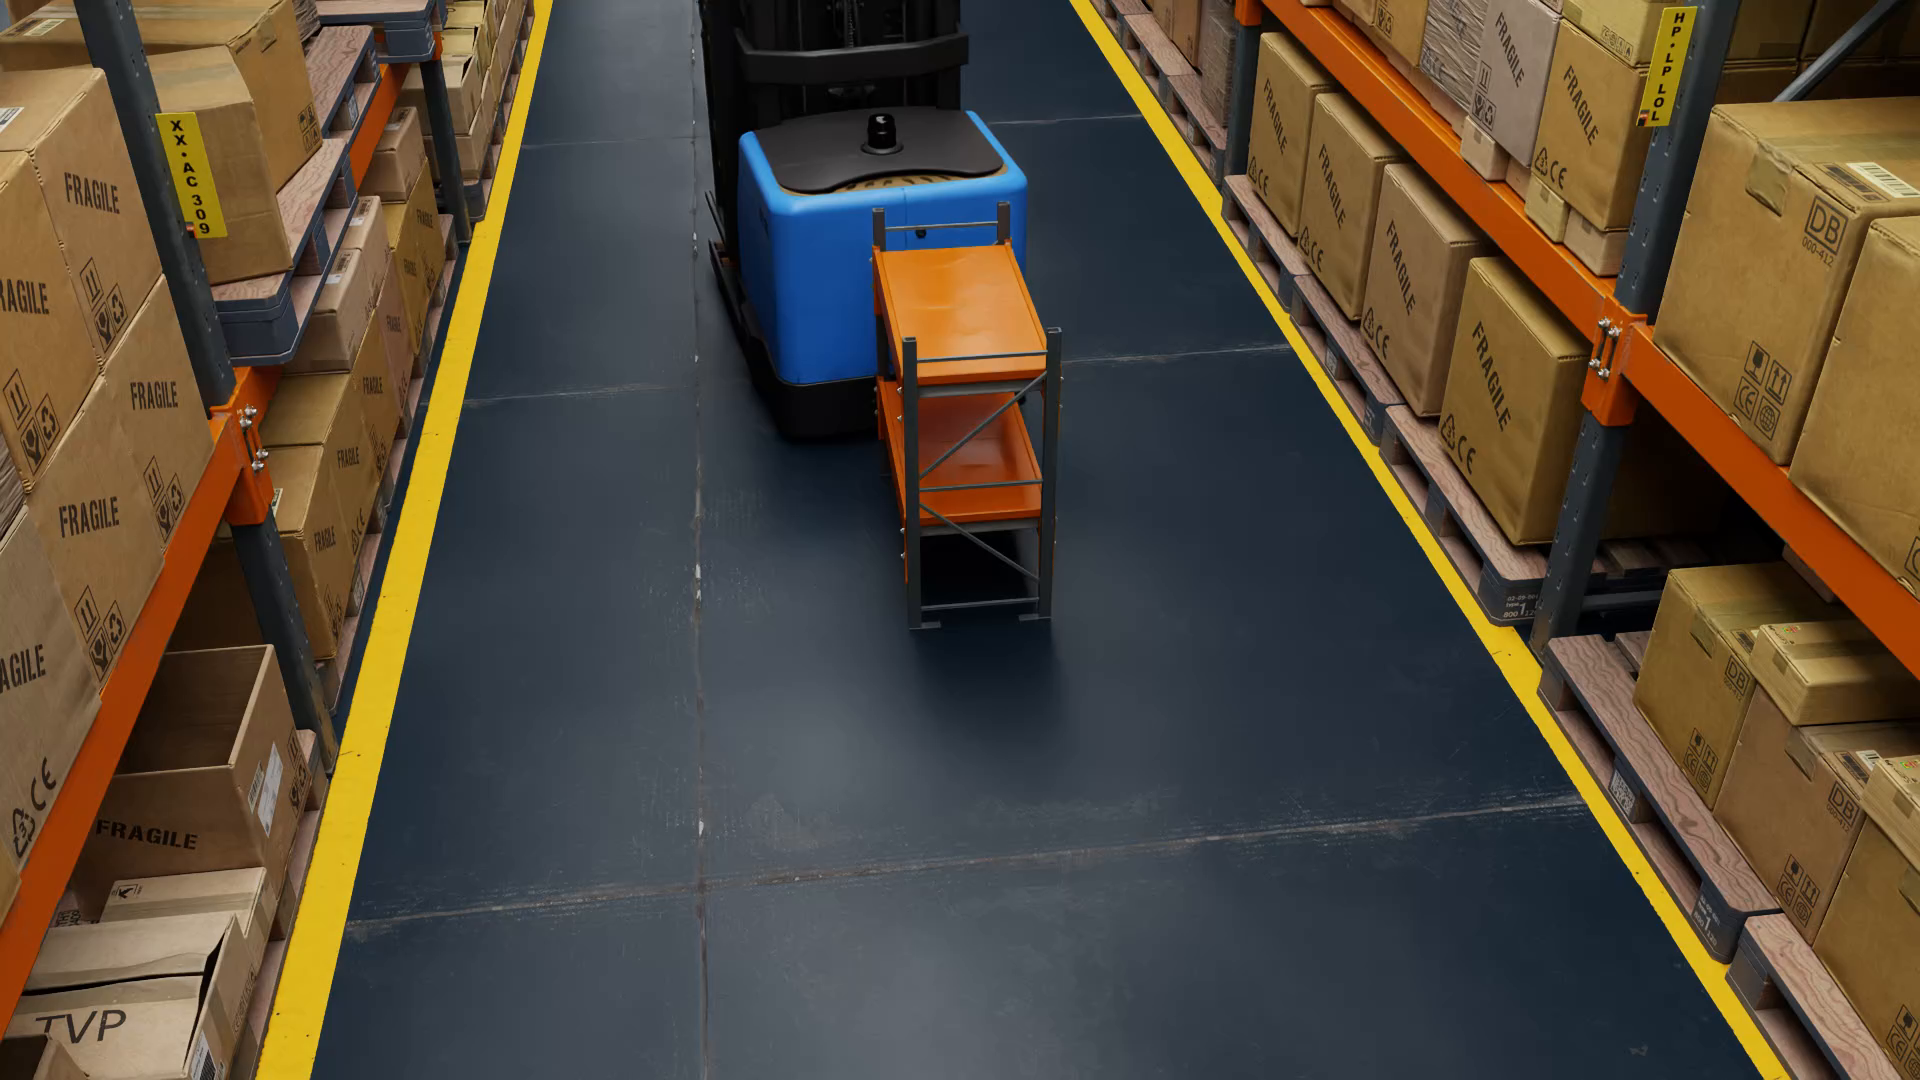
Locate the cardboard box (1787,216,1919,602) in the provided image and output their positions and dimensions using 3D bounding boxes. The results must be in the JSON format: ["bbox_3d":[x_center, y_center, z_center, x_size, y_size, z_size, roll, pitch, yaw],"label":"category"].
[{"bbox_3d":[2.603,-0.292,3.749,0.980,0.700,0.700,-5,35,-8],"label":"cardboard box"}]

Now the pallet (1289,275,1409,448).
[{"bbox_3d":[2.108,-0.835,7.287,1.003,0.211,1.213,-4,35,-6],"label":"pallet"}]

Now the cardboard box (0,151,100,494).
[{"bbox_3d":[-2.059,-0.409,3.210,0.500,0.500,0.500,-5,35,-7],"label":"cardboard box"}]

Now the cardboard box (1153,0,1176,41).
[{"bbox_3d":[1.641,-3.511,10.568,0.700,0.500,0.500,-4,34,-6],"label":"cardboard box"}]

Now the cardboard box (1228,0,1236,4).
[{"bbox_3d":[1.752,-3.291,9.579,0.500,0.250,0.500,-4,34,-5],"label":"cardboard box"}]

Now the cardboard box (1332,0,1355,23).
[{"bbox_3d":[1.863,-2.388,7.296,0.380,0.149,0.250,-5,35,-7],"label":"cardboard box"}]

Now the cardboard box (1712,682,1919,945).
[{"bbox_3d":[2.517,0.685,4.428,0.700,0.500,0.500,-5,35,-7],"label":"cardboard box"}]

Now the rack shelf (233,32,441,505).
[{"bbox_3d":[-2.724,-1.321,6.164,1.077,0.370,4.000,-4,35,-6],"label":"rack shelf"}]

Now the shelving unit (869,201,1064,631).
[{"bbox_3d":[0.001,-0.461,5.928,0.538,1.125,1.048,-4,35,-6],"label":"shelving unit"}]

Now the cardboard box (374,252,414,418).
[{"bbox_3d":[-2.488,-0.798,6.587,0.500,0.500,0.500,-6,35,-8],"label":"cardboard box"}]

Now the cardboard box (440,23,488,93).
[{"bbox_3d":[-2.851,-2.611,8.988,0.500,0.311,0.500,-5,35,-8],"label":"cardboard box"}]

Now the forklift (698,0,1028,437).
[{"bbox_3d":[-0.600,-2.453,7.246,1.130,2.935,3.031,-9,35,-13],"label":"forklift"}]

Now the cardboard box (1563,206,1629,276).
[{"bbox_3d":[2.127,-0.952,5.188,0.380,0.149,0.250,-4,34,-6],"label":"cardboard box"}]

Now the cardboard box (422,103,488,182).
[{"bbox_3d":[-2.772,-2.087,8.717,0.500,0.250,0.500,-4,35,-7],"label":"cardboard box"}]

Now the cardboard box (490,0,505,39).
[{"bbox_3d":[-2.987,-3.182,9.827,0.500,0.311,0.500,-5,35,-7],"label":"cardboard box"}]

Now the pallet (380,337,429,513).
[{"bbox_3d":[-2.769,-0.484,6.772,1.003,0.211,1.213,-4,35,-6],"label":"pallet"}]

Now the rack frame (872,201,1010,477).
[{"bbox_3d":[-0.067,-0.745,6.344,0.500,1.125,0.032,-4,35,-6],"label":"rack frame"}]

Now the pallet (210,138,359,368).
[{"bbox_3d":[-2.454,-0.878,5.045,1.003,0.211,1.213,-4,35,-6],"label":"pallet"}]

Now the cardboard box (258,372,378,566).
[{"bbox_3d":[-2.361,-0.237,5.763,0.500,0.500,0.500,-4,34,-6],"label":"cardboard box"}]

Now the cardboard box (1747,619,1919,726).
[{"bbox_3d":[2.318,0.341,4.356,0.380,0.149,0.250,-3,34,-5],"label":"cardboard box"}]

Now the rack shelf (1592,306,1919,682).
[{"bbox_3d":[2.722,0.533,3.442,1.077,0.370,4.000,-4,35,-6],"label":"rack shelf"}]

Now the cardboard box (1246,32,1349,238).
[{"bbox_3d":[1.884,-1.977,8.023,0.750,0.750,0.750,-5,35,-7],"label":"cardboard box"}]

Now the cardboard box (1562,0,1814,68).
[{"bbox_3d":[2.137,-1.604,4.903,0.500,0.250,0.500,-4,34,-5],"label":"cardboard box"}]

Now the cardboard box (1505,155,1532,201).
[{"bbox_3d":[2.080,-1.239,5.609,0.380,0.149,0.250,-3,34,-5],"label":"cardboard box"}]

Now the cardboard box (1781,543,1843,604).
[{"bbox_3d":[2.630,0.041,4.798,0.380,0.149,0.250,-5,35,-7],"label":"cardboard box"}]

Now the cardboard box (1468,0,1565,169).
[{"bbox_3d":[2.063,-1.575,5.527,0.500,0.500,0.500,-4,34,-6],"label":"cardboard box"}]

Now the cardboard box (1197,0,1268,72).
[{"bbox_3d":[1.813,-2.955,9.752,0.700,0.500,0.500,-4,35,-6],"label":"cardboard box"}]

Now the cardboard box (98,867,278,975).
[{"bbox_3d":[-1.987,0.995,4.268,0.380,0.149,0.250,-4,35,-6],"label":"cardboard box"}]

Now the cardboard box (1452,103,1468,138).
[{"bbox_3d":[2.019,-1.523,6.026,0.380,0.149,0.250,-4,35,-6],"label":"cardboard box"}]

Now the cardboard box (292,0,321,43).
[{"bbox_3d":[-2.863,-2.082,6.180,0.700,0.500,0.500,2,34,3],"label":"cardboard box"}]

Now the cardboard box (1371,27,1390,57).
[{"bbox_3d":[1.931,-2.099,6.872,0.380,0.149,0.250,-4,34,-6],"label":"cardboard box"}]

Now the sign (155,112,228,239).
[{"bbox_3d":[-1.918,-0.906,4.147,0.100,0.325,0.005,-4,35,-6],"label":"sign"}]

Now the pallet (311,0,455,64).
[{"bbox_3d":[-2.832,-2.283,7.106,1.213,0.211,1.003,-4,35,-6],"label":"pallet"}]

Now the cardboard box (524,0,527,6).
[{"bbox_3d":[-3.188,-3.795,11.224,0.500,0.250,0.500,-5,35,-7],"label":"cardboard box"}]

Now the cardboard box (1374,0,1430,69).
[{"bbox_3d":[1.932,-2.134,6.347,0.500,0.500,0.500,-3,34,-5],"label":"cardboard box"}]

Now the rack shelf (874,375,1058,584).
[{"bbox_3d":[0.001,-0.259,6.065,0.538,0.278,1.000,-4,35,-6],"label":"rack shelf"}]

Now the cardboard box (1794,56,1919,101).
[{"bbox_3d":[2.641,-1.328,5.165,0.500,0.500,0.500,-6,35,-8],"label":"cardboard box"}]

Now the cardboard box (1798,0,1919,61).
[{"bbox_3d":[2.650,-1.639,4.954,0.500,0.250,0.500,-3,34,-5],"label":"cardboard box"}]

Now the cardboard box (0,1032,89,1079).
[{"bbox_3d":[-2.197,1.395,3.365,0.797,0.503,0.637,-4,35,-6],"label":"cardboard box"}]

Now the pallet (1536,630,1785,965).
[{"bbox_3d":[2.478,0.703,5.031,1.003,0.211,1.213,-4,35,-6],"label":"pallet"}]

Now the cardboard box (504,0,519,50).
[{"bbox_3d":[-3.052,-3.227,10.390,0.500,0.250,0.500,-4,34,-5],"label":"cardboard box"}]

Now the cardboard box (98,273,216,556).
[{"bbox_3d":[-2.133,-0.284,3.915,0.500,0.500,0.500,-4,34,-6],"label":"cardboard box"}]

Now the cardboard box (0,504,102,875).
[{"bbox_3d":[-1.991,0.290,3.073,0.500,0.500,0.500,-4,34,-5],"label":"cardboard box"}]

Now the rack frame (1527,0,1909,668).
[{"bbox_3d":[2.453,-0.880,4.878,1.000,3.000,0.127,-4,35,-6],"label":"rack frame"}]

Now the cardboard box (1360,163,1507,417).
[{"bbox_3d":[2.115,-1.014,6.610,0.750,0.750,0.750,-3,34,-5],"label":"cardboard box"}]

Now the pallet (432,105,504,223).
[{"bbox_3d":[-3.065,-2.045,9.063,1.003,0.211,1.213,-4,35,-6],"label":"pallet"}]

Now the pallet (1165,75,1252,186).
[{"bbox_3d":[1.812,-2.396,9.578,1.003,0.211,1.213,-4,35,-6],"label":"pallet"}]

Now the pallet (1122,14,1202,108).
[{"bbox_3d":[1.651,-3.075,10.575,1.003,0.211,1.213,-4,35,-6],"label":"pallet"}]

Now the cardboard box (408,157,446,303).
[{"bbox_3d":[-2.634,-1.379,7.440,0.500,0.500,0.500,-3,34,-5],"label":"cardboard box"}]

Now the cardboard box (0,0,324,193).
[{"bbox_3d":[-2.452,-1.378,5.146,0.700,0.500,0.500,1,34,1],"label":"cardboard box"}]

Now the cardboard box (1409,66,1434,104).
[{"bbox_3d":[1.976,-1.813,6.452,0.380,0.149,0.250,-3,34,-5],"label":"cardboard box"}]

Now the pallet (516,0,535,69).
[{"bbox_3d":[-3.393,-3.406,11.061,1.003,0.211,1.213,-4,35,-6],"label":"pallet"}]

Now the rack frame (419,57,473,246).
[{"bbox_3d":[-2.993,-2.735,7.599,1.000,3.000,0.127,-4,35,-6],"label":"rack frame"}]

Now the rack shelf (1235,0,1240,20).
[{"bbox_3d":[1.647,-3.931,9.993,1.077,0.370,4.000,-4,35,-6],"label":"rack shelf"}]

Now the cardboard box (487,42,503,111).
[{"bbox_3d":[-2.916,-2.657,9.553,0.500,0.250,0.500,-5,35,-8],"label":"cardboard box"}]

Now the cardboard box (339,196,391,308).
[{"bbox_3d":[-2.481,-1.088,6.346,0.500,0.250,0.500,-5,35,-7],"label":"cardboard box"}]
